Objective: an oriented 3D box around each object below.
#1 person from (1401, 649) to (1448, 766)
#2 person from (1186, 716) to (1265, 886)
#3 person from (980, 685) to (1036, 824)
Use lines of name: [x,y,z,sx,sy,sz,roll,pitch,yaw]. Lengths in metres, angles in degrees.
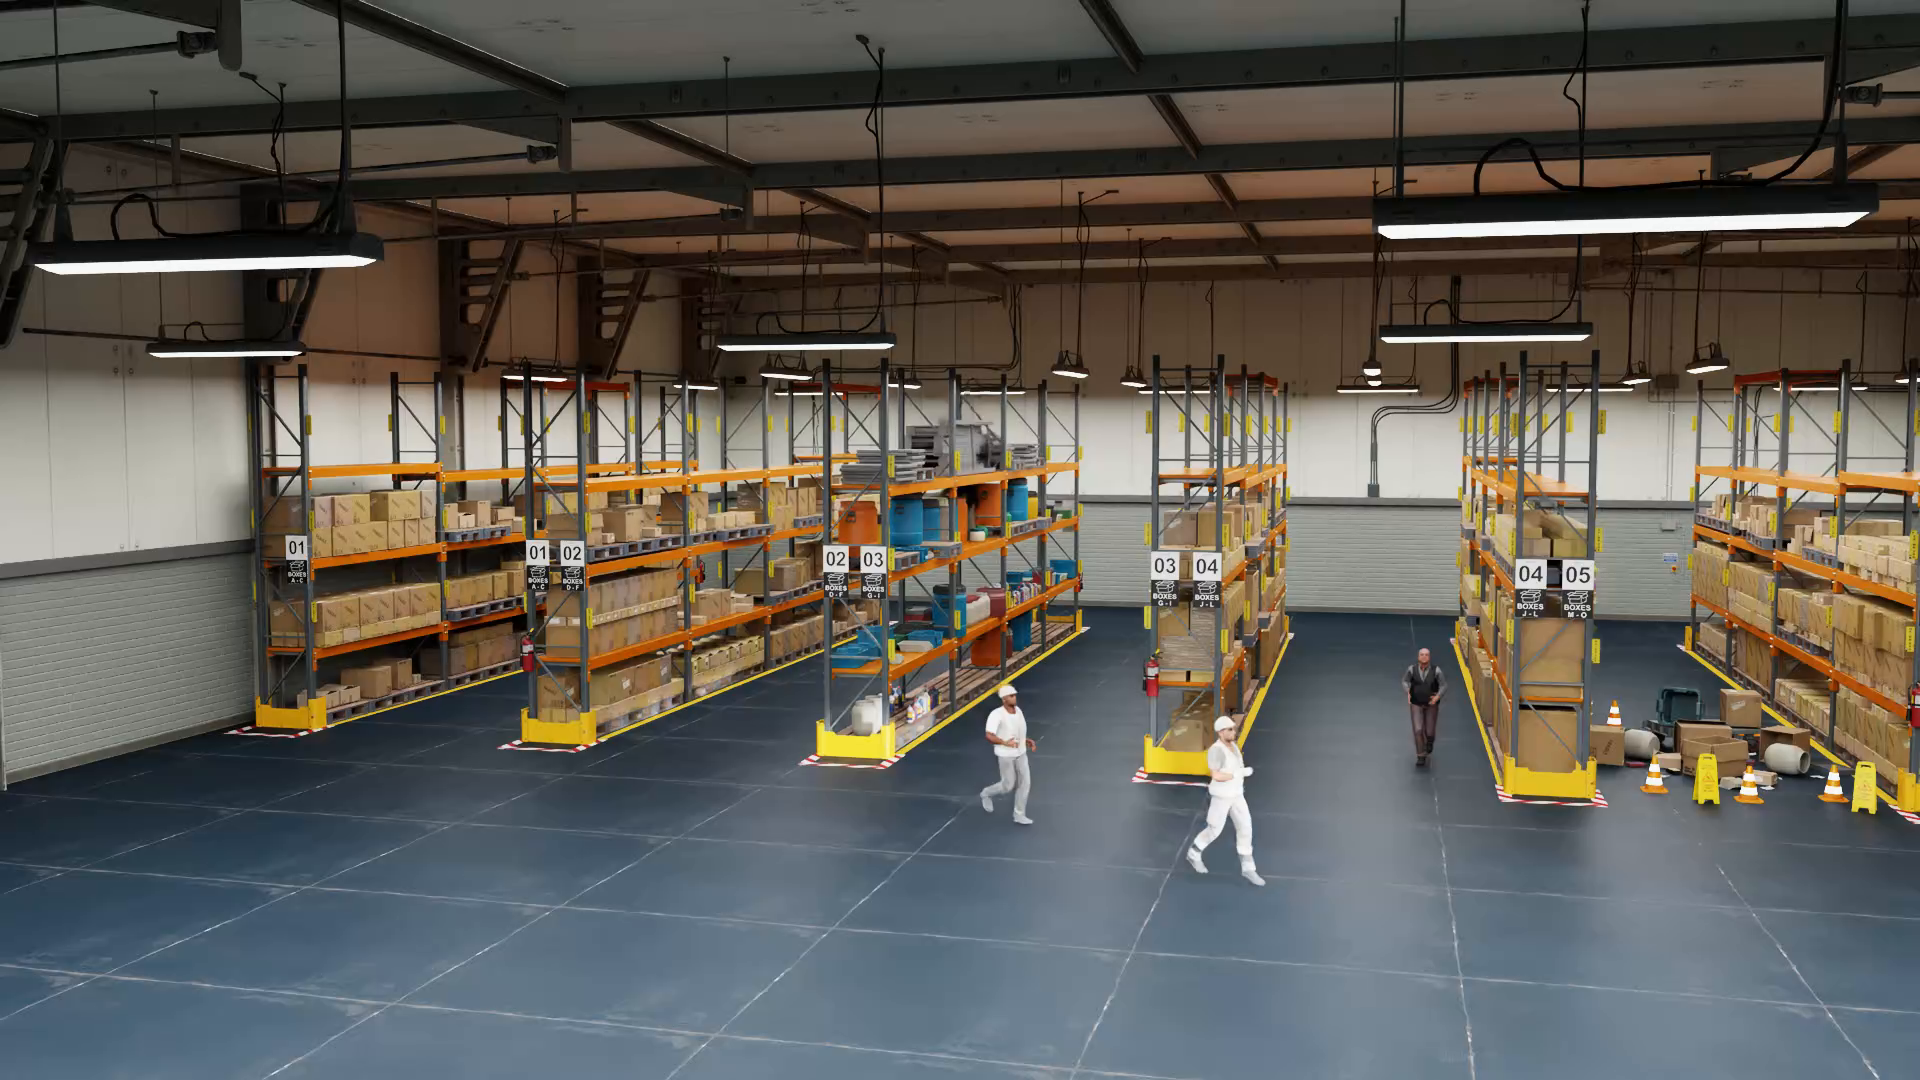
person: [6.881,2.454,24.666,0.673,1.702,0.783,1,4,17]
person: [2.913,2.826,18.207,0.937,1.803,0.657,4,5,44]
person: [0.620,2.693,20.976,0.712,1.731,0.795,-4,5,-44]
